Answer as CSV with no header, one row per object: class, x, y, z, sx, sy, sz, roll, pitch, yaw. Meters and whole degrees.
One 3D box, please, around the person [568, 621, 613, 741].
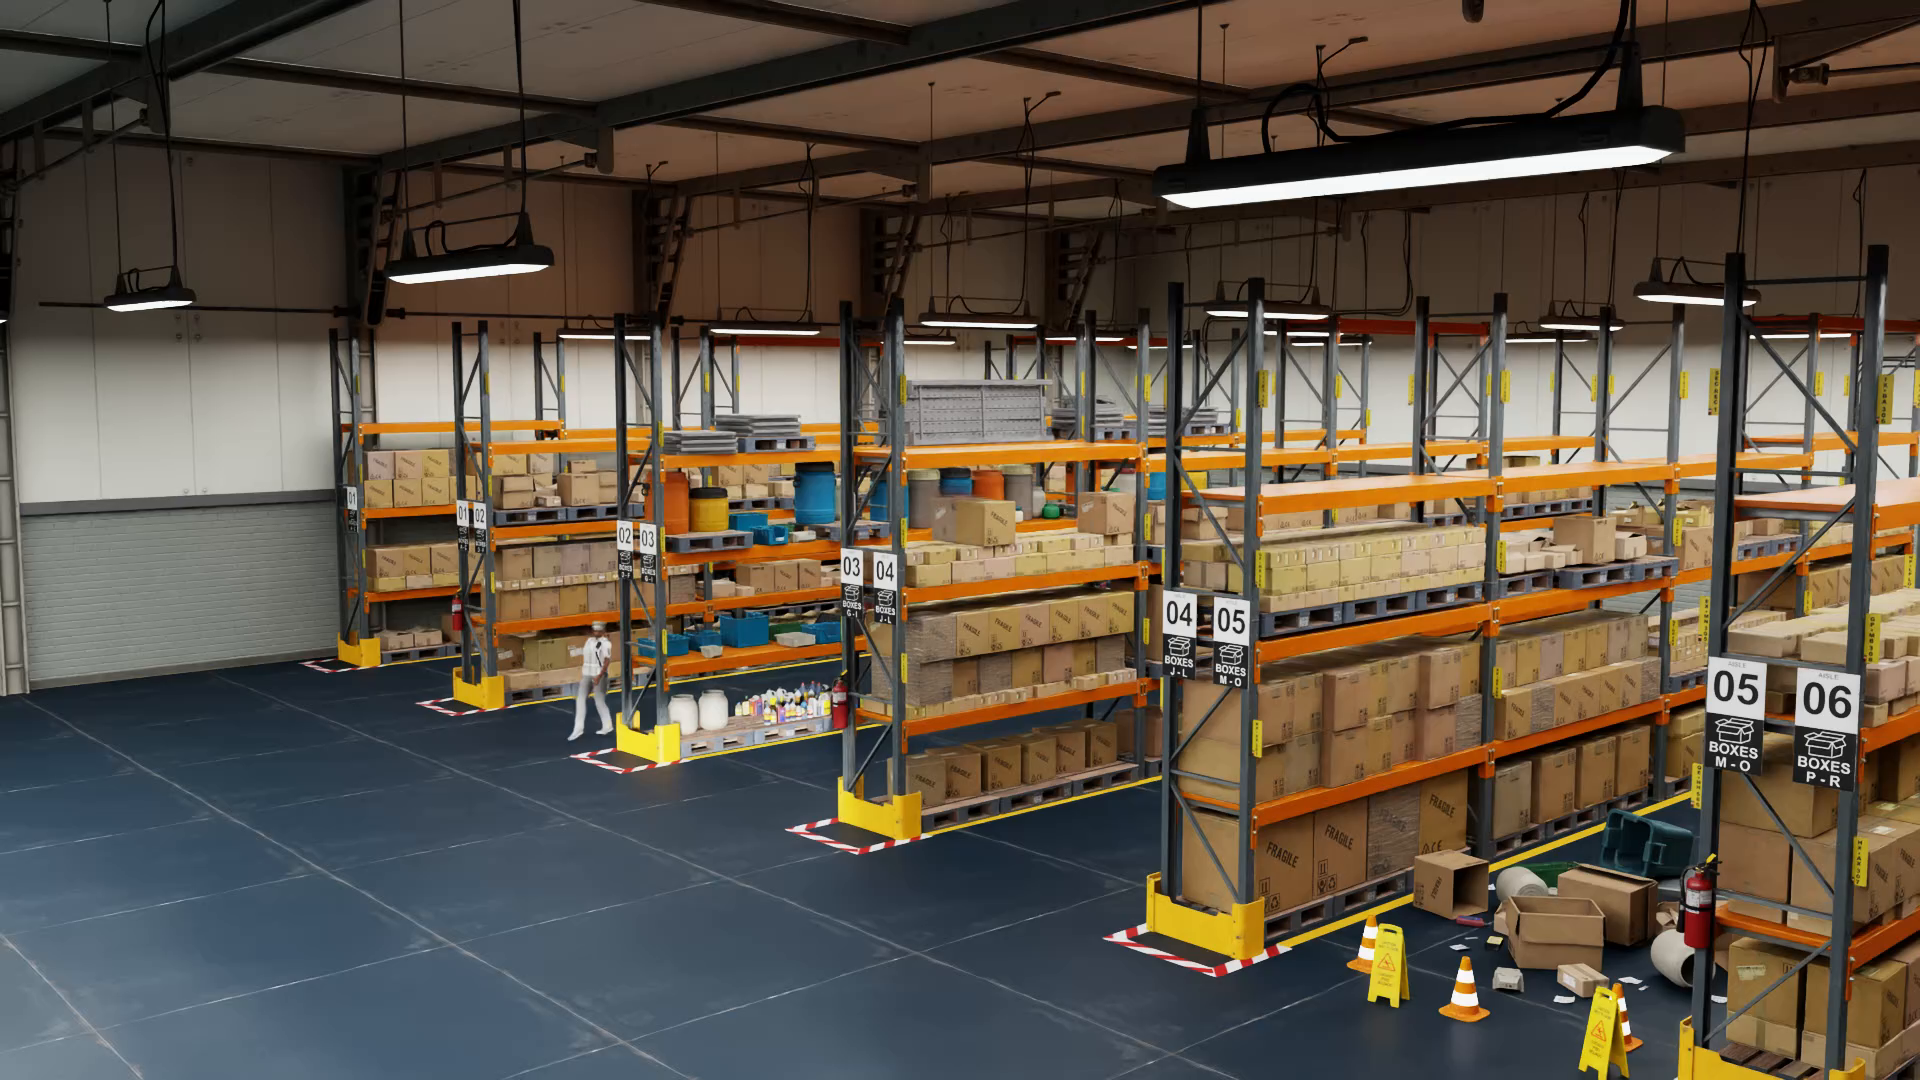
person,-5.293,2.000,23.812,0.469,1.670,0.710,2,6,21
